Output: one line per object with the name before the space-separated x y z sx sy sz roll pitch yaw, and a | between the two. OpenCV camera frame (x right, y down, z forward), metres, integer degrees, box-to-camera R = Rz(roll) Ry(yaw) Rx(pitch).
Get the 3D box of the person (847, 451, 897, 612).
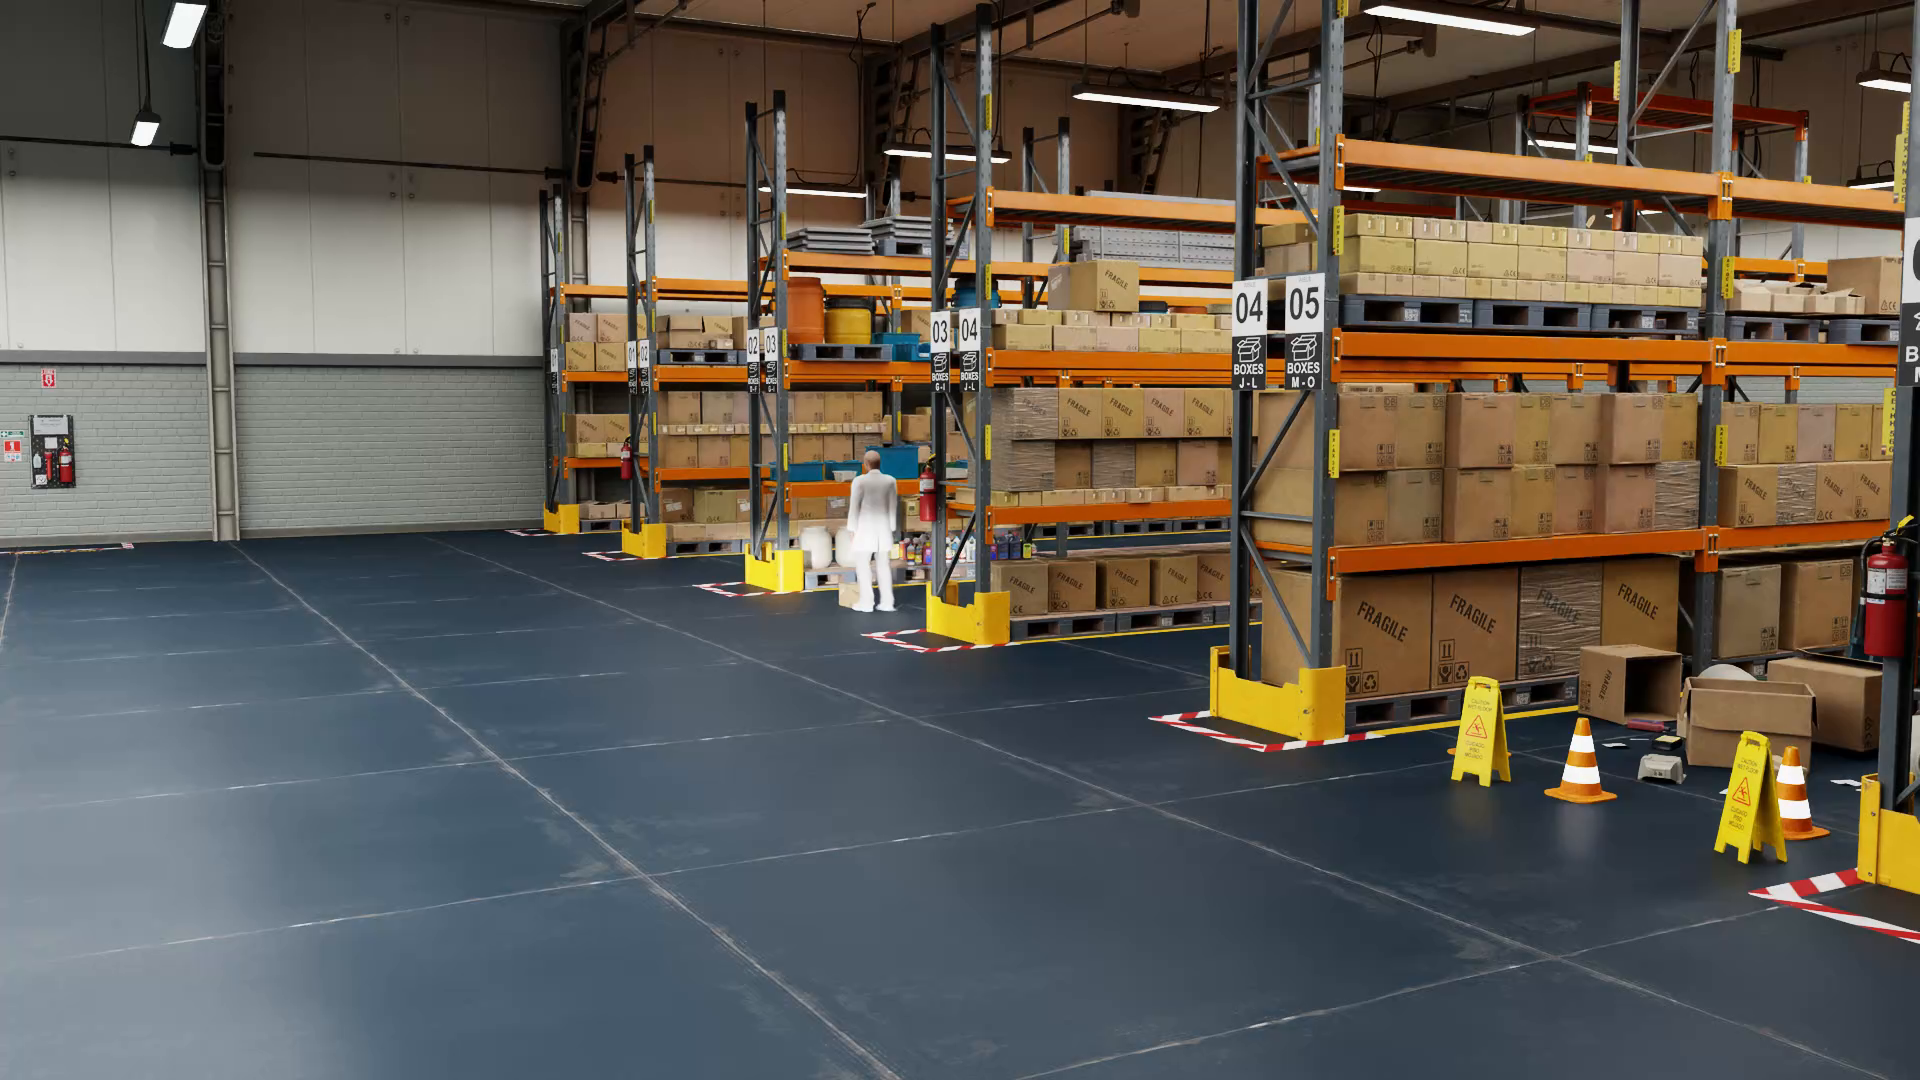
person | -0.980 -0.087 18.355 0.563 1.796 0.391 -3 6 -27
